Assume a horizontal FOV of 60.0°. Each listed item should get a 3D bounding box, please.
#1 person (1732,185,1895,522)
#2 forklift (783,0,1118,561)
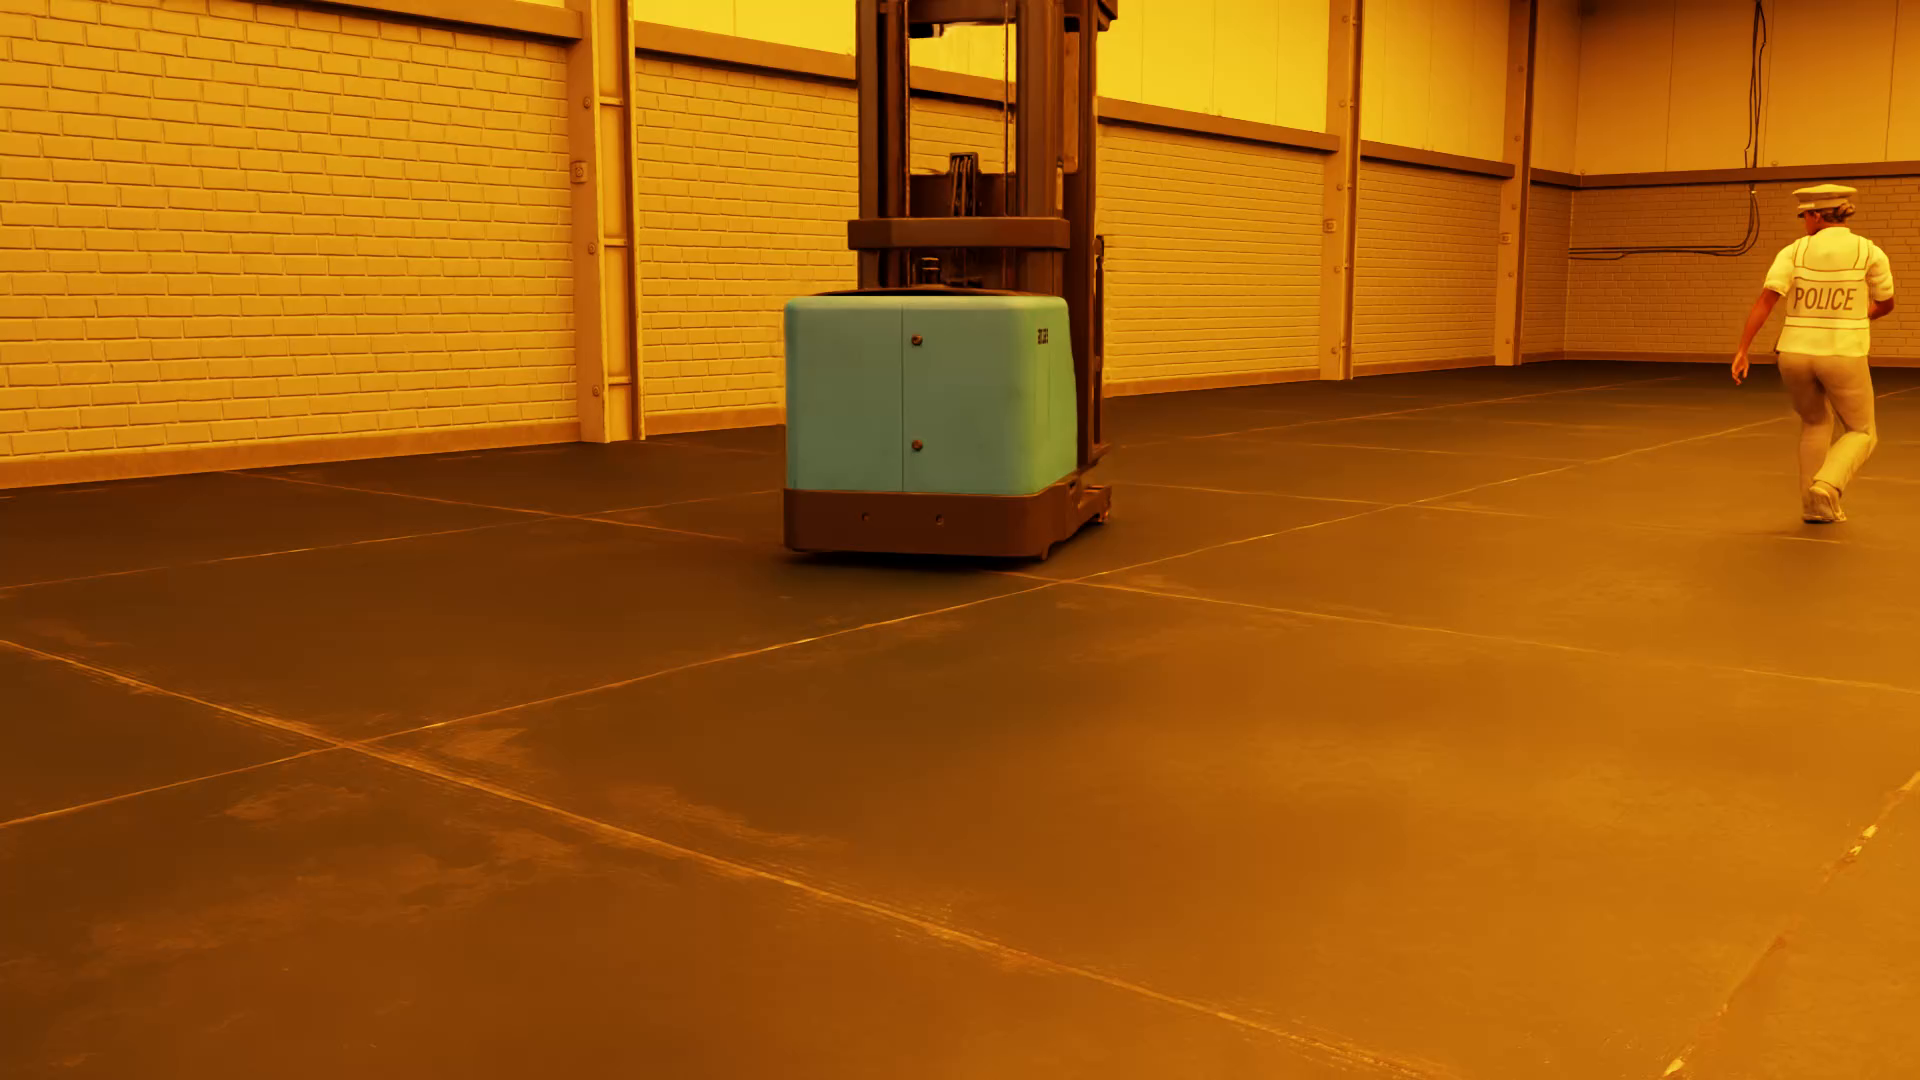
[{"bbox_3d":[4.032,-0.857,7.811,0.668,1.593,0.556,-8,11,-42],"label":"person"},{"bbox_3d":[0.128,-1.540,7.803,1.130,2.935,3.031,2,9,13],"label":"forklift"}]
